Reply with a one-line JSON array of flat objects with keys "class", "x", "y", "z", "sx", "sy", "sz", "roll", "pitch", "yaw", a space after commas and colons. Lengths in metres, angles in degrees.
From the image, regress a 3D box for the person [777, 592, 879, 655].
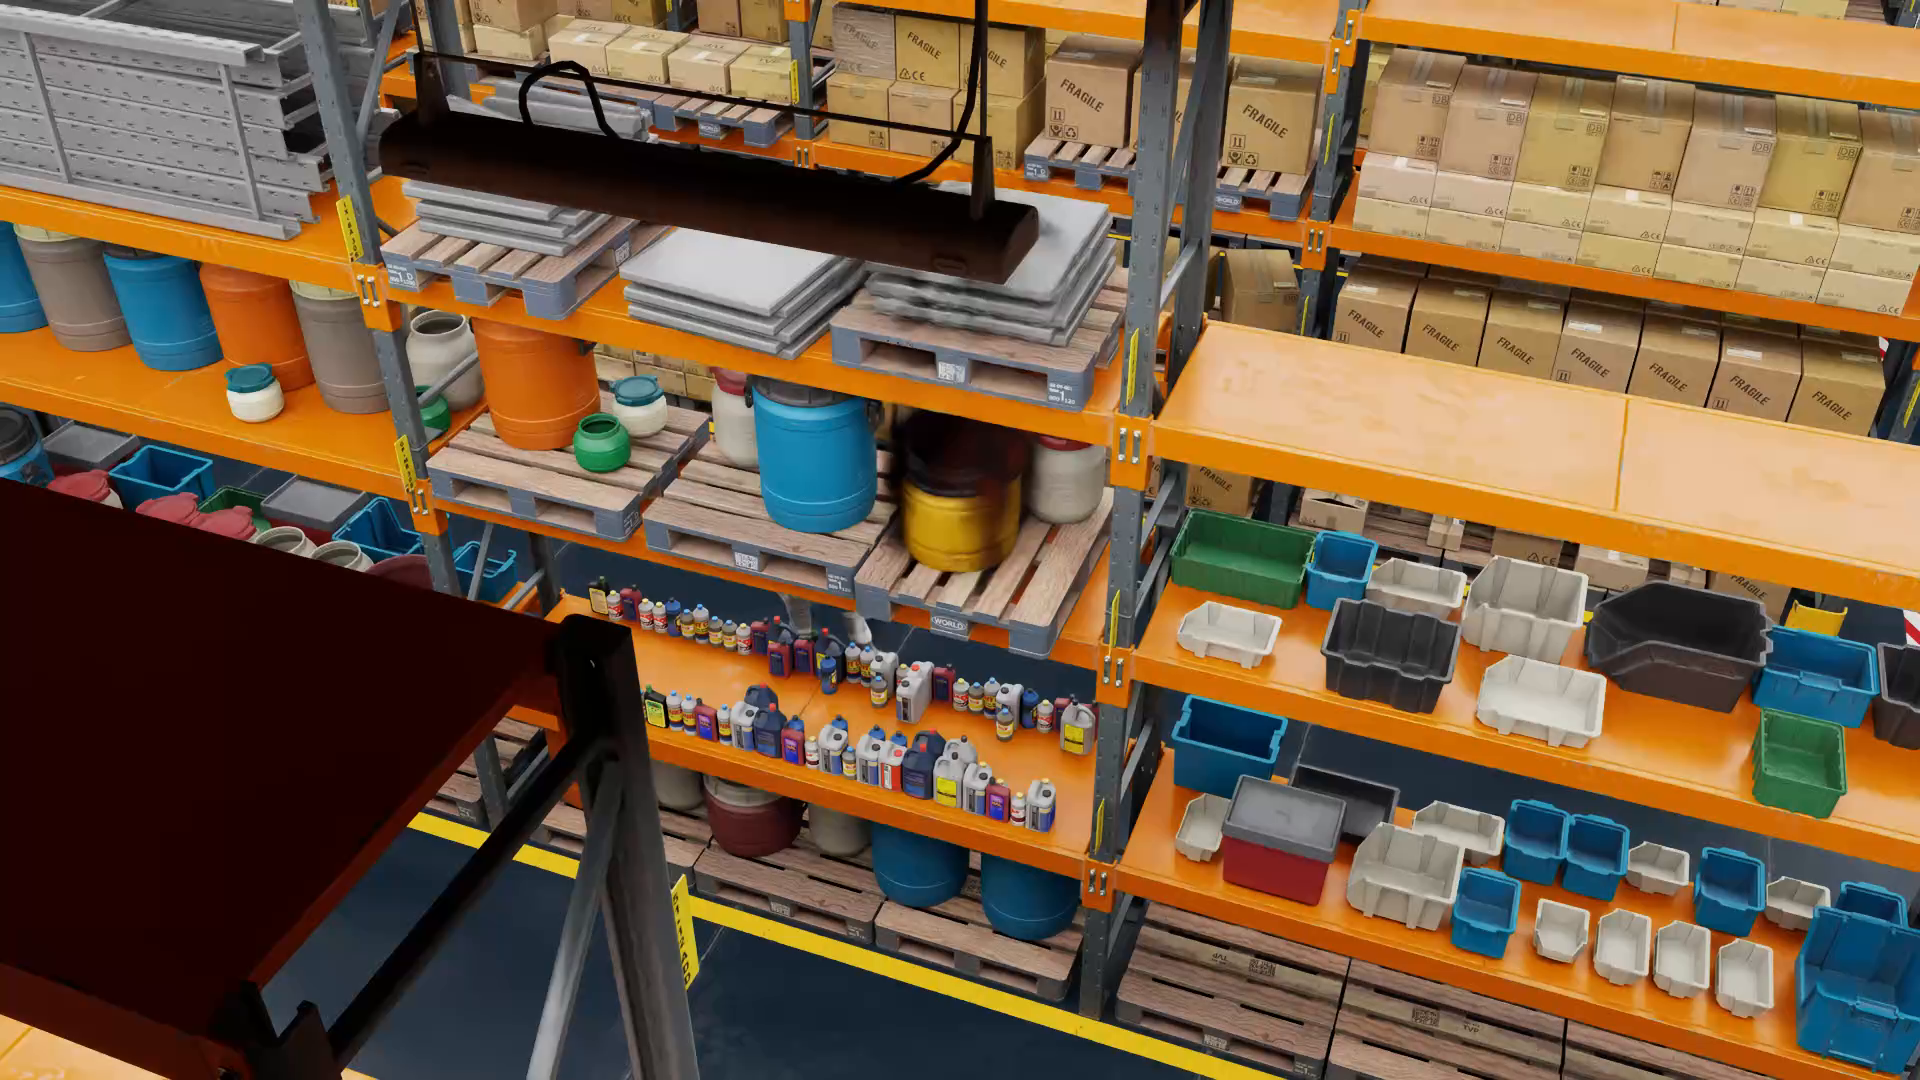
[{"class": "person", "x": -0.969, "y": 0.162, "z": 11.698, "sx": 0.749, "sy": 1.778, "sz": 0.770, "roll": -24, "pitch": 43, "yaw": -29}]
